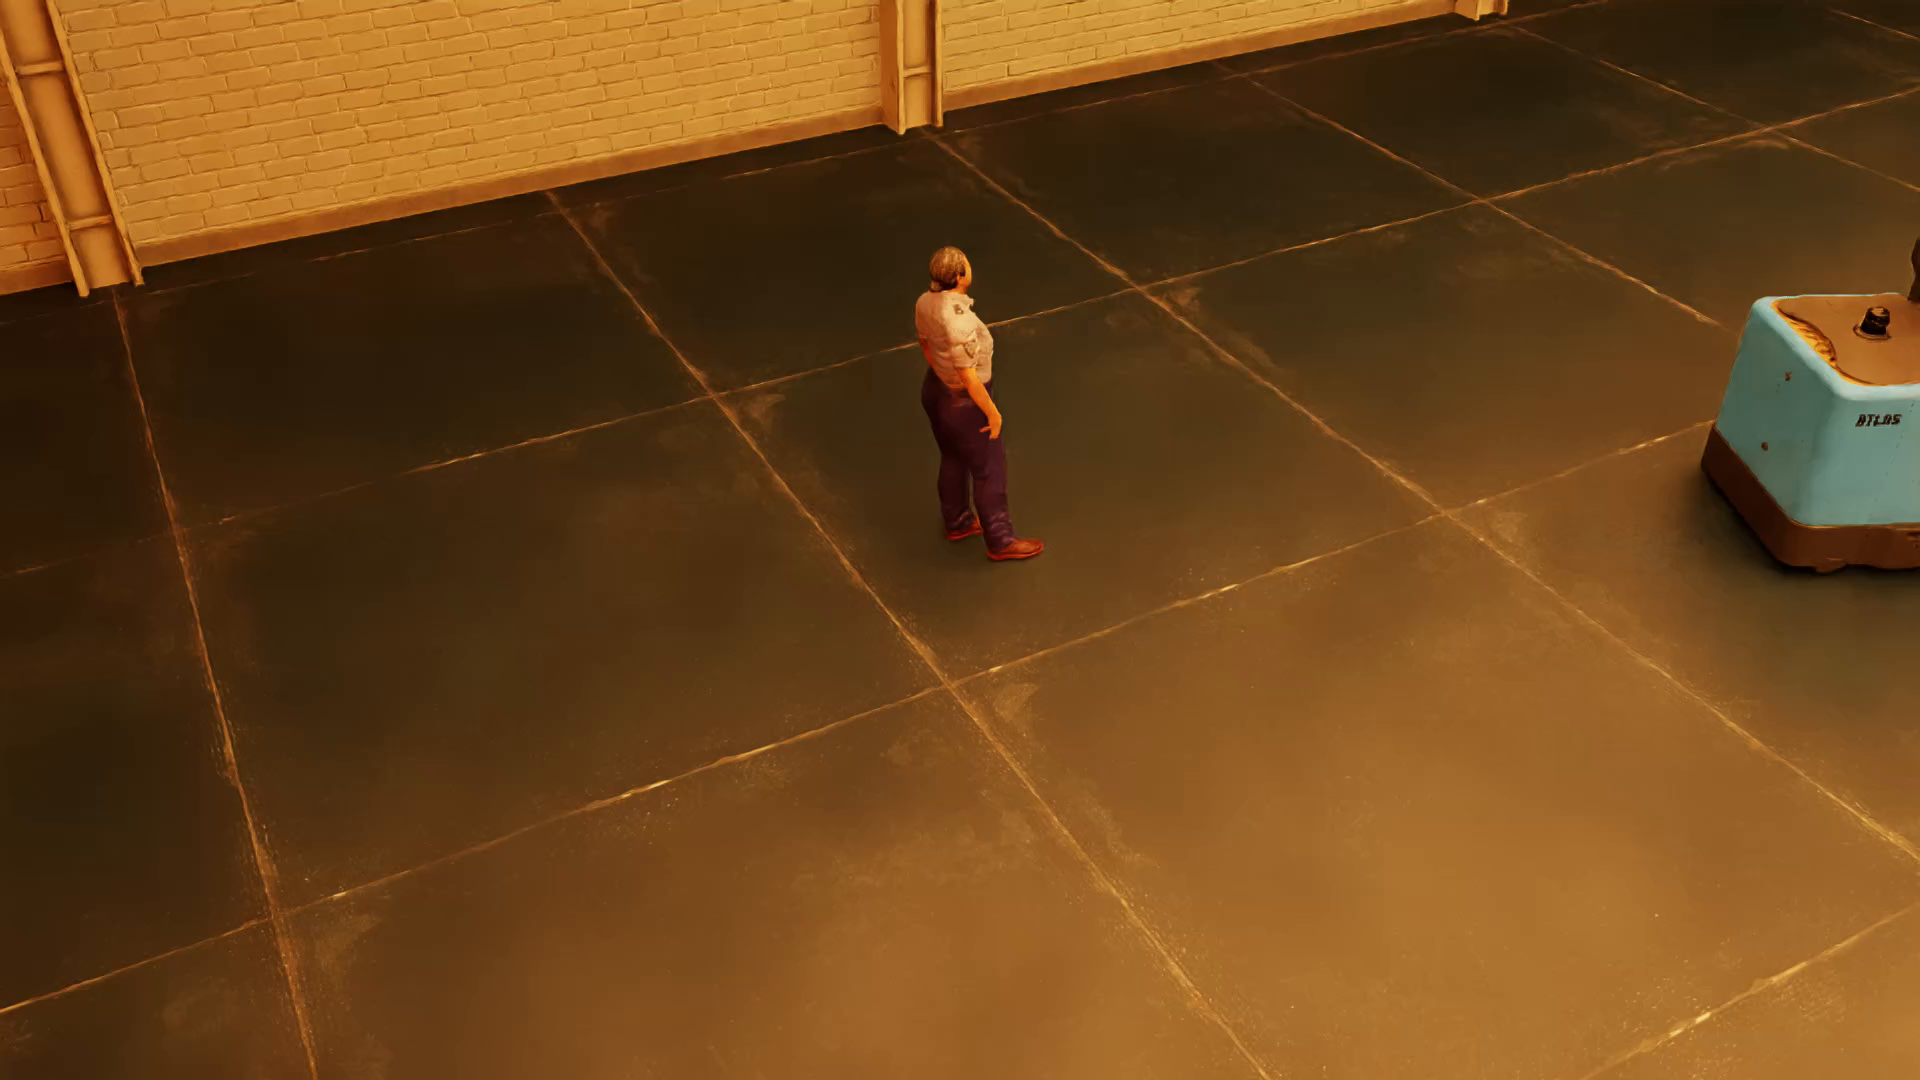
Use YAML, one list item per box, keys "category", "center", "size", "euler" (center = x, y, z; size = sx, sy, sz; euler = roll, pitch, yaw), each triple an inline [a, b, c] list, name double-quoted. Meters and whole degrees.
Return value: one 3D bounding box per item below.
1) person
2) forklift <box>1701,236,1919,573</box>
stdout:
- category: "person"
  center: [0.090, -0.691, 8.201]
  size: [0.502, 1.650, 0.599]
  euler: [-17, 39, -23]
- category: "forklift"
  center: [5.605, -1.352, 8.036]
  size: [3.031, 2.935, 1.130]
  euler: [-2, 35, -3]
